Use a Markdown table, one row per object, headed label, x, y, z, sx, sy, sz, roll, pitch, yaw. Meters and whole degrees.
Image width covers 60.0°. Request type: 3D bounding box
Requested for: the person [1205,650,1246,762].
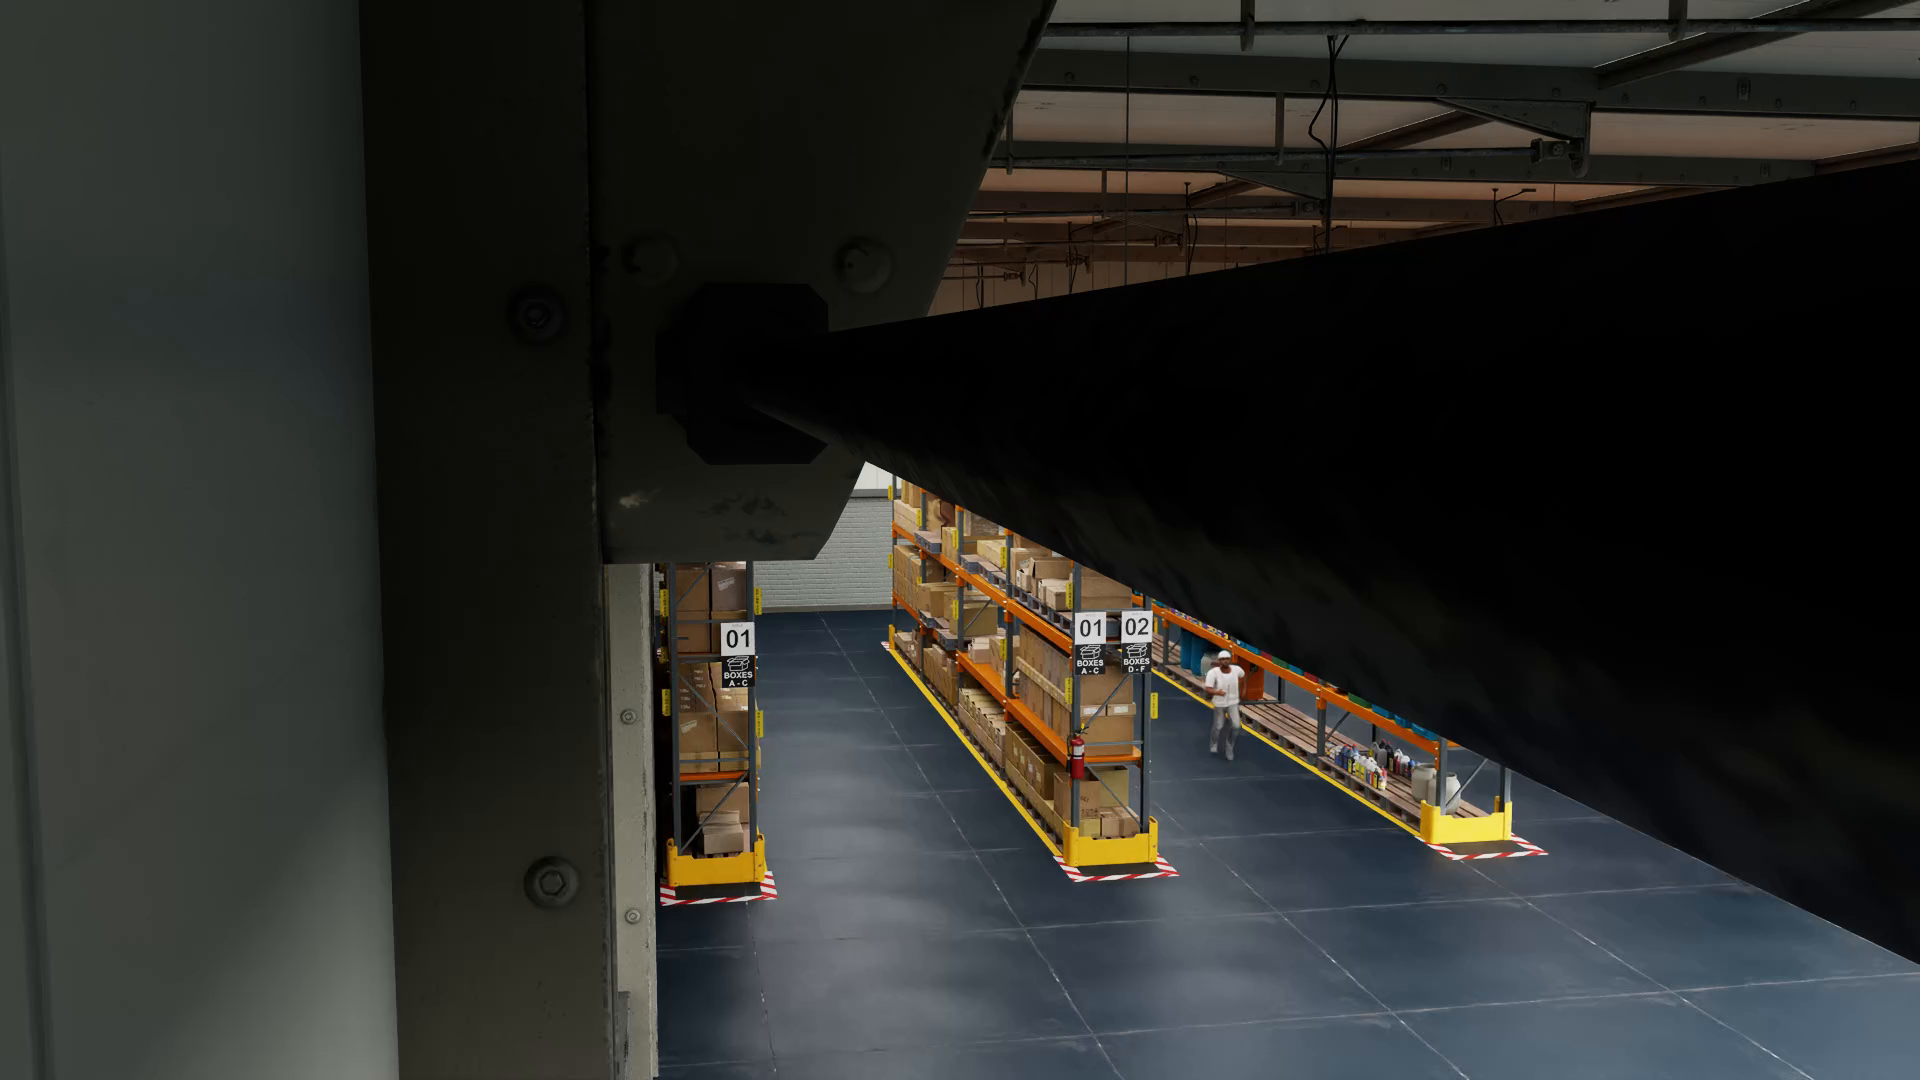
| label | x | y | z | sx | sy | sz | roll | pitch | yaw |
| --- | --- | --- | --- | --- | --- | --- | --- | --- | --- |
| person | 4.220 | 2.609 | 26.334 | 0.715 | 1.765 | 0.866 | 0 | 6 | -3 |
